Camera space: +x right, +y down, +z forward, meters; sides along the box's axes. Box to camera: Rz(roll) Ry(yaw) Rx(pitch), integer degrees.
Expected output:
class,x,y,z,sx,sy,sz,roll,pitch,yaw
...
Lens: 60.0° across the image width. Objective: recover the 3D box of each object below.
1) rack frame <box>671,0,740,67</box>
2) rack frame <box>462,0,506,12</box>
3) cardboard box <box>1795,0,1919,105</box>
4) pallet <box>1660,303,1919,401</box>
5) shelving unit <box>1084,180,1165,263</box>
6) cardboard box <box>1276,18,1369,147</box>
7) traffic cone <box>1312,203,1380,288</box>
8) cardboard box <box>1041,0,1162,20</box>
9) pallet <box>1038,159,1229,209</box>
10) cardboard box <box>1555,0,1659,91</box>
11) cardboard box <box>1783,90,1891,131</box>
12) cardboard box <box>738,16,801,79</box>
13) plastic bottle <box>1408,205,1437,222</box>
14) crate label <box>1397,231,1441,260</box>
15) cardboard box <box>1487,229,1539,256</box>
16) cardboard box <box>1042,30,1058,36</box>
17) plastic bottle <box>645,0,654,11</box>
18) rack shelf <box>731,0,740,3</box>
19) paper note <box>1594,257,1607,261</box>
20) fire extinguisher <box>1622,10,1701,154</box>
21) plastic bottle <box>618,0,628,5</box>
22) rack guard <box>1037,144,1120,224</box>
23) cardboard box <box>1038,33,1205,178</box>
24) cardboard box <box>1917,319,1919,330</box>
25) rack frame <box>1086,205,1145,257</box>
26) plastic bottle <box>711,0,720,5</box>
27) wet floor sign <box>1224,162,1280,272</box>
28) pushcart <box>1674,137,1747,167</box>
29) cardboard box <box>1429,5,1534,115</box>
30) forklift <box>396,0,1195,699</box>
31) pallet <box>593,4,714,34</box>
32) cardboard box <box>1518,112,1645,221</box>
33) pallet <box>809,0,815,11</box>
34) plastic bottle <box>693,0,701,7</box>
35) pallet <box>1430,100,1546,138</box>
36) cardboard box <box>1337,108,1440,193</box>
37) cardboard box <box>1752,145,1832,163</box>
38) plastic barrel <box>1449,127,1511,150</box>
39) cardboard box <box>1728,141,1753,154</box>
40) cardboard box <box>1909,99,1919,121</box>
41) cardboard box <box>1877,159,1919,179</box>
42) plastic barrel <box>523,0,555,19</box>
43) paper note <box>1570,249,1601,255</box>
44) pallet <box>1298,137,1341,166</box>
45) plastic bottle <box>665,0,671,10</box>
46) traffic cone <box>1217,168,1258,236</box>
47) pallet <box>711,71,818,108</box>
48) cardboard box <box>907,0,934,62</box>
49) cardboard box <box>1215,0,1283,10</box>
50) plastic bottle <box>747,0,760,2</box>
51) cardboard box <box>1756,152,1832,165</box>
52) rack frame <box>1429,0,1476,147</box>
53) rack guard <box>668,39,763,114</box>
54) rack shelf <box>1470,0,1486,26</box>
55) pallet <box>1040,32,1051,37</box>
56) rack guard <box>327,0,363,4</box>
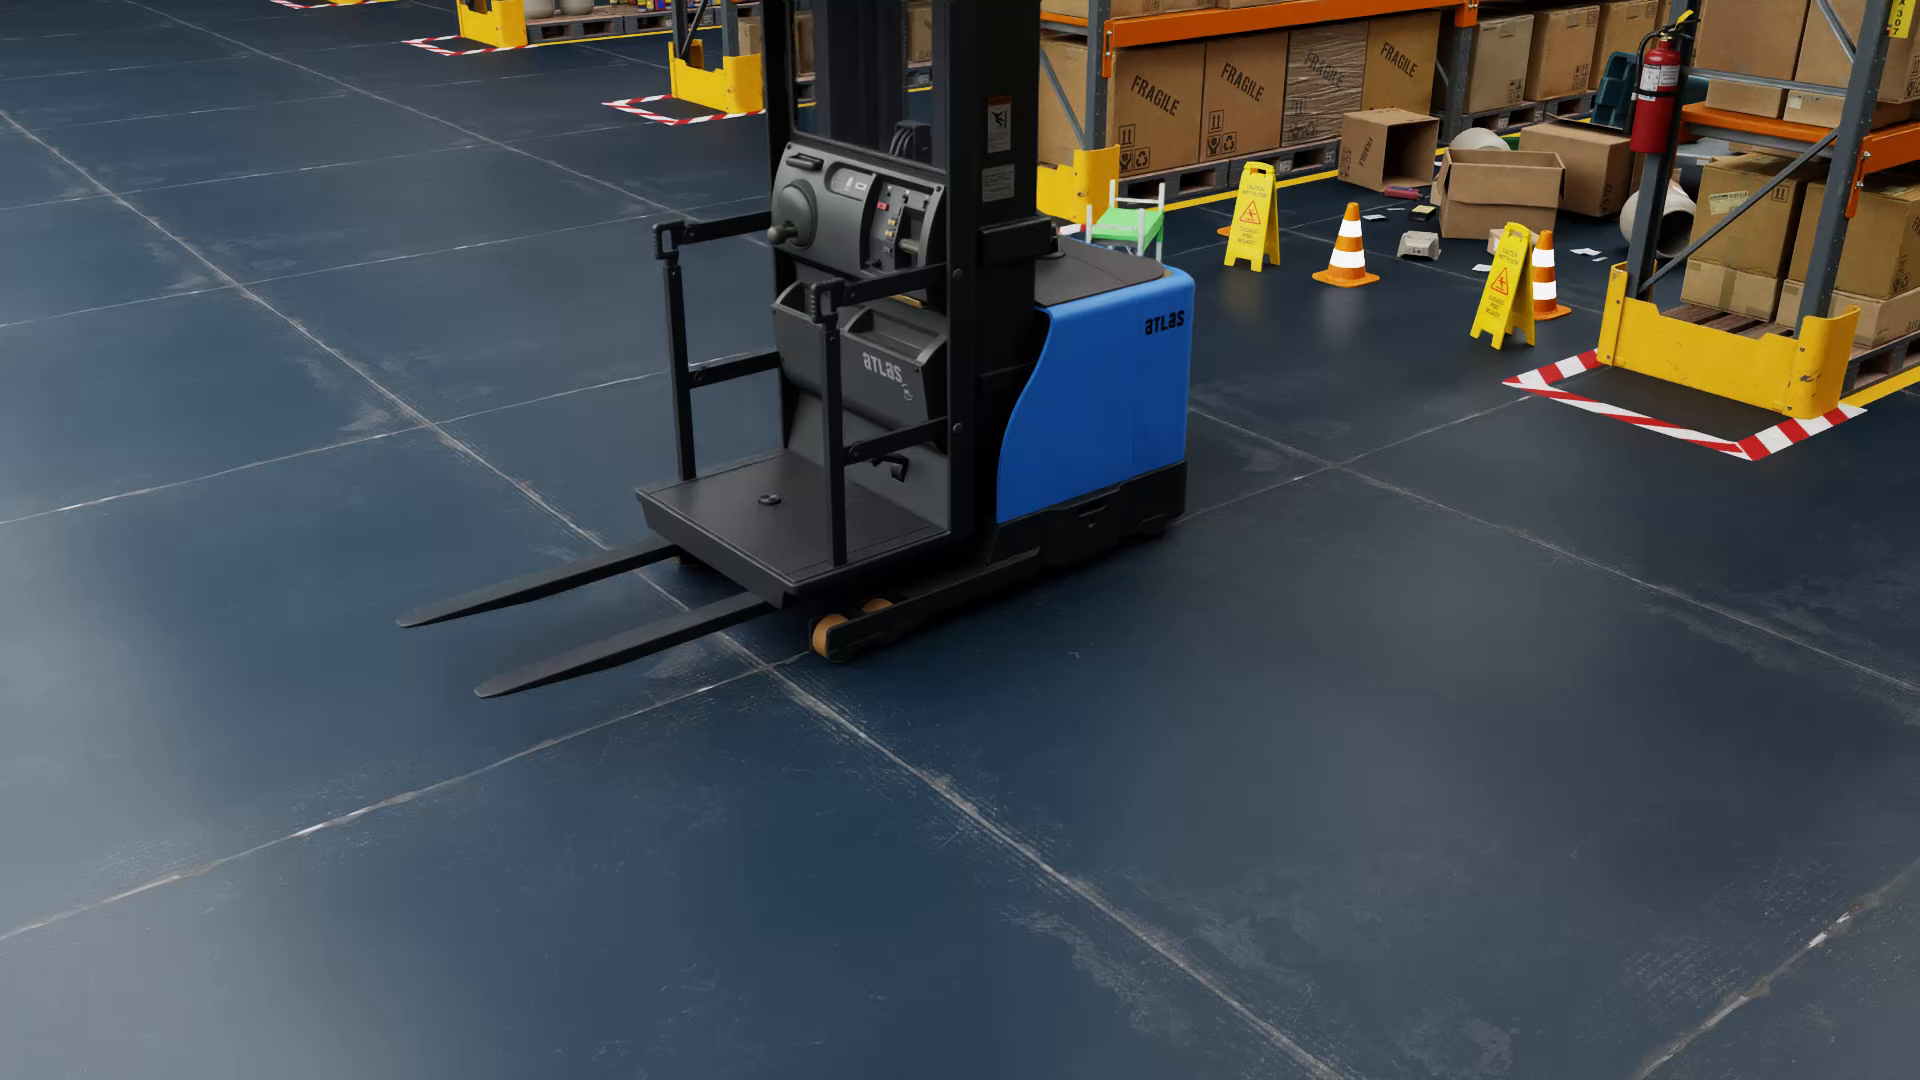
class,x,y,z,sx,sy,sz,roll,pitch,yaw
rack frame,-2.337,-5.430,14.887,0.127,3.000,1.000,-18,31,-34
rack frame,-5.393,-7.071,18.422,0.127,3.000,1.000,-18,31,-34
cardboard box,4.322,-2.359,7.797,0.500,0.500,0.500,-19,31,-35
pallet,4.499,-1.101,8.872,1.213,0.211,1.003,-18,31,-34
shelving unit,0.710,-0.926,7.320,0.258,1.200,0.503,7,26,14
cardboard box,2.547,-3.651,13.078,0.875,0.875,0.875,-18,30,-34
traffic cone,2.368,-1.815,10.111,0.334,0.463,0.336,-18,31,-34
cardboard box,0.908,-3.940,11.498,0.550,0.550,0.875,-18,31,-34
pallet,1.225,-2.729,12.380,1.213,0.211,1.003,-18,31,-34
cardboard box,5.719,-4.652,15.384,0.750,0.750,1.050,-18,30,-33
cardboard box,4.173,-2.053,7.908,0.250,0.149,0.380,-18,30,-34
cardboard box,-1.835,-4.643,15.662,0.500,0.500,0.500,-12,28,-25
plastic bottle,3.236,-2.288,11.606,0.133,0.061,0.283,15,29,29
crate label,2.948,-1.892,10.664,0.250,0.136,0.298,10,27,20
cardboard box,3.562,-1.863,10.588,0.250,0.149,0.380,-3,25,-7
cardboard box,1.307,-5.687,17.888,0.500,0.500,0.700,-21,32,-38
plastic bottle,-3.693,-6.396,19.769,0.097,0.201,0.097,0,25,0
rack shelf,-0.763,-5.623,16.158,4.000,0.370,1.077,-18,31,-34
paper note,4.079,-1.789,10.593,0.123,0.001,0.032,-18,31,-34
fire extinguisher,3.404,-2.235,8.094,0.183,0.674,0.296,-18,31,-34
plastic bottle,-4.138,-6.697,20.321,0.133,0.283,0.061,-17,30,-33
rack guard,0.625,-2.621,11.803,0.348,0.500,1.175,-18,31,-34
cardboard box,1.137,-3.185,12.075,0.875,0.875,0.875,-18,30,-34
cardboard box,4.990,-1.338,8.838,0.500,0.250,0.500,-17,30,-32
rack frame,0.643,-0.827,7.107,0.240,1.200,0.015,7,26,14
plastic bottle,-2.980,-6.711,20.272,0.185,0.351,0.144,-18,31,-34
wet floor sign,1.843,-2.029,10.356,0.267,0.644,0.232,21,32,37
pushcart,5.479,-2.739,12.203,1.648,0.377,0.936,15,29,29
cardboard box,4.225,-4.161,14.326,0.750,0.750,1.050,-18,31,-34
forklift,-0.532,-1.151,5.748,3.031,2.935,1.130,-19,31,-35
pallet,-3.761,-6.366,20.215,1.213,0.211,1.003,-18,31,-34
cardboard box,4.329,-2.617,11.630,0.503,0.637,0.797,-18,31,-34
pallet,-1.652,-7.062,21.715,1.213,0.211,1.003,-18,31,-34
plastic bottle,-3.186,-6.563,20.129,0.097,0.201,0.097,0,25,0
pallet,4.352,-3.760,14.601,1.213,0.211,1.003,-18,31,-34
cardboard box,3.203,-2.924,12.453,0.500,0.500,0.500,-13,28,-25
cardboard box,4.495,-2.137,8.897,0.250,0.149,0.380,-17,30,-33
plastic barrel,3.846,-2.828,12.341,0.421,0.421,0.512,1,25,2
cardboard box,5.804,-2.978,11.673,0.500,0.500,0.500,-18,31,-34
cardboard box,4.622,-2.165,8.150,0.250,0.149,0.380,-19,31,-36
cardboard box,5.011,-1.692,8.709,0.500,0.500,0.500,-20,31,-36
plastic barrel,-4.923,-6.329,19.280,0.421,0.512,0.421,0,25,0
paper note,4.055,-1.871,10.759,0.142,0.019,0.148,-8,26,-16
pallet,3.145,-3.363,13.746,1.213,0.211,1.003,-18,31,-34
plastic bottle,-3.505,-6.490,19.888,0.097,0.271,0.097,0,25,0
traffic cone,1.938,-2.277,11.108,0.334,0.463,0.336,-18,31,-34
pallet,-1.616,-4.384,15.946,1.213,0.211,1.003,-18,31,-34
cardboard box,-0.415,-5.096,16.639,0.500,0.500,0.500,-22,33,-38
cardboard box,1.846,-4.194,12.046,0.550,0.550,0.875,-18,31,-34
plastic bottle,-2.575,-6.845,20.560,0.185,0.351,0.144,-19,31,-35
cardboard box,4.656,-1.862,9.075,0.500,0.500,0.500,-17,30,-32
rack frame,3.792,-4.800,13.529,0.127,3.000,1.000,-18,31,-34
rack guard,-2.277,-4.316,15.456,0.348,0.500,1.175,-18,31,-34
rack shelf,5.366,-4.993,14.800,4.000,0.370,1.077,-18,31,-34
pallet,1.422,-5.407,18.150,1.213,0.211,1.003,-18,31,-34
rack guard,-8.466,-7.573,22.473,0.348,0.500,1.175,-18,31,-34
